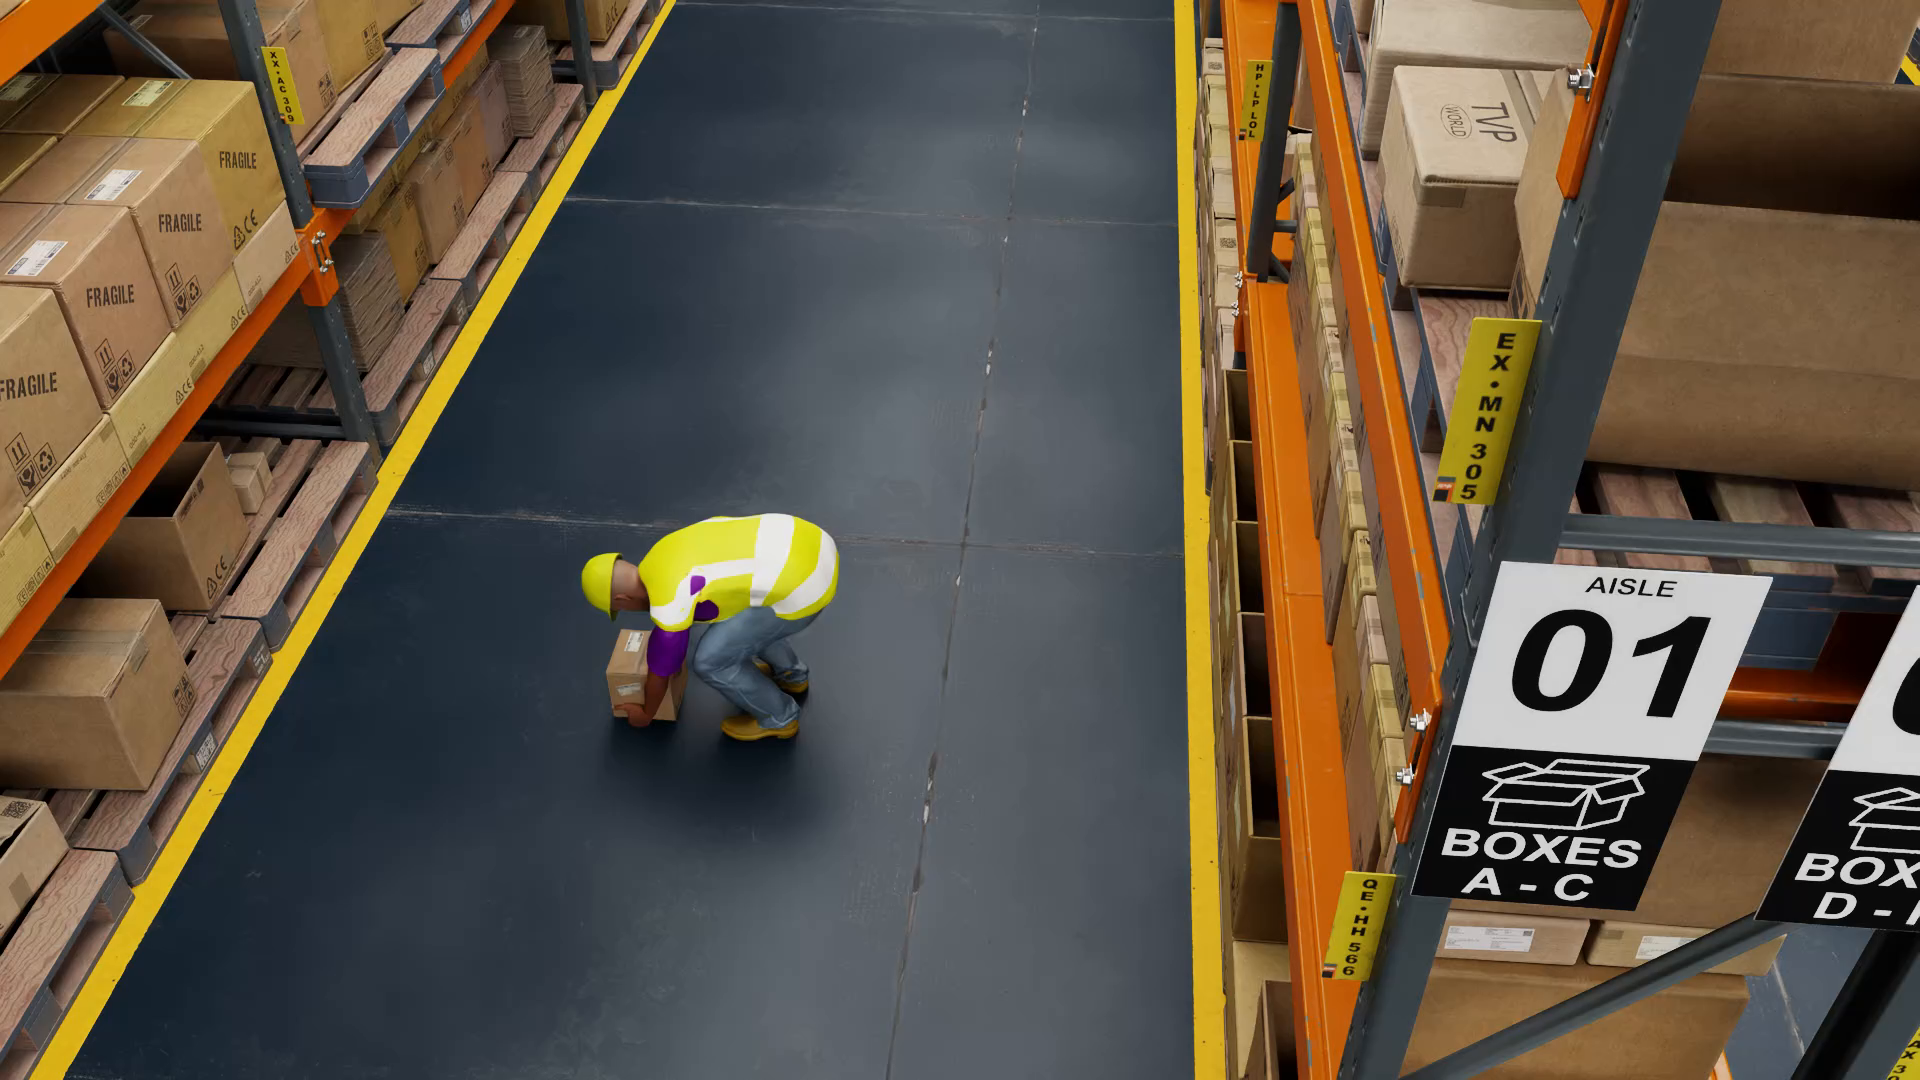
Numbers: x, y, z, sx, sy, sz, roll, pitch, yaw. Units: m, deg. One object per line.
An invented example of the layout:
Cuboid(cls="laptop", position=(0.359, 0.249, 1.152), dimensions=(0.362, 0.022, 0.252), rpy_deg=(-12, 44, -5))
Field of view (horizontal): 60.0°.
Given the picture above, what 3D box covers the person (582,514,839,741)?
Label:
Cuboid(cls="person", position=(-0.946, 0.322, 6.421), dimensions=(0.976, 0.915, 0.509), rpy_deg=(2, 40, 2))
